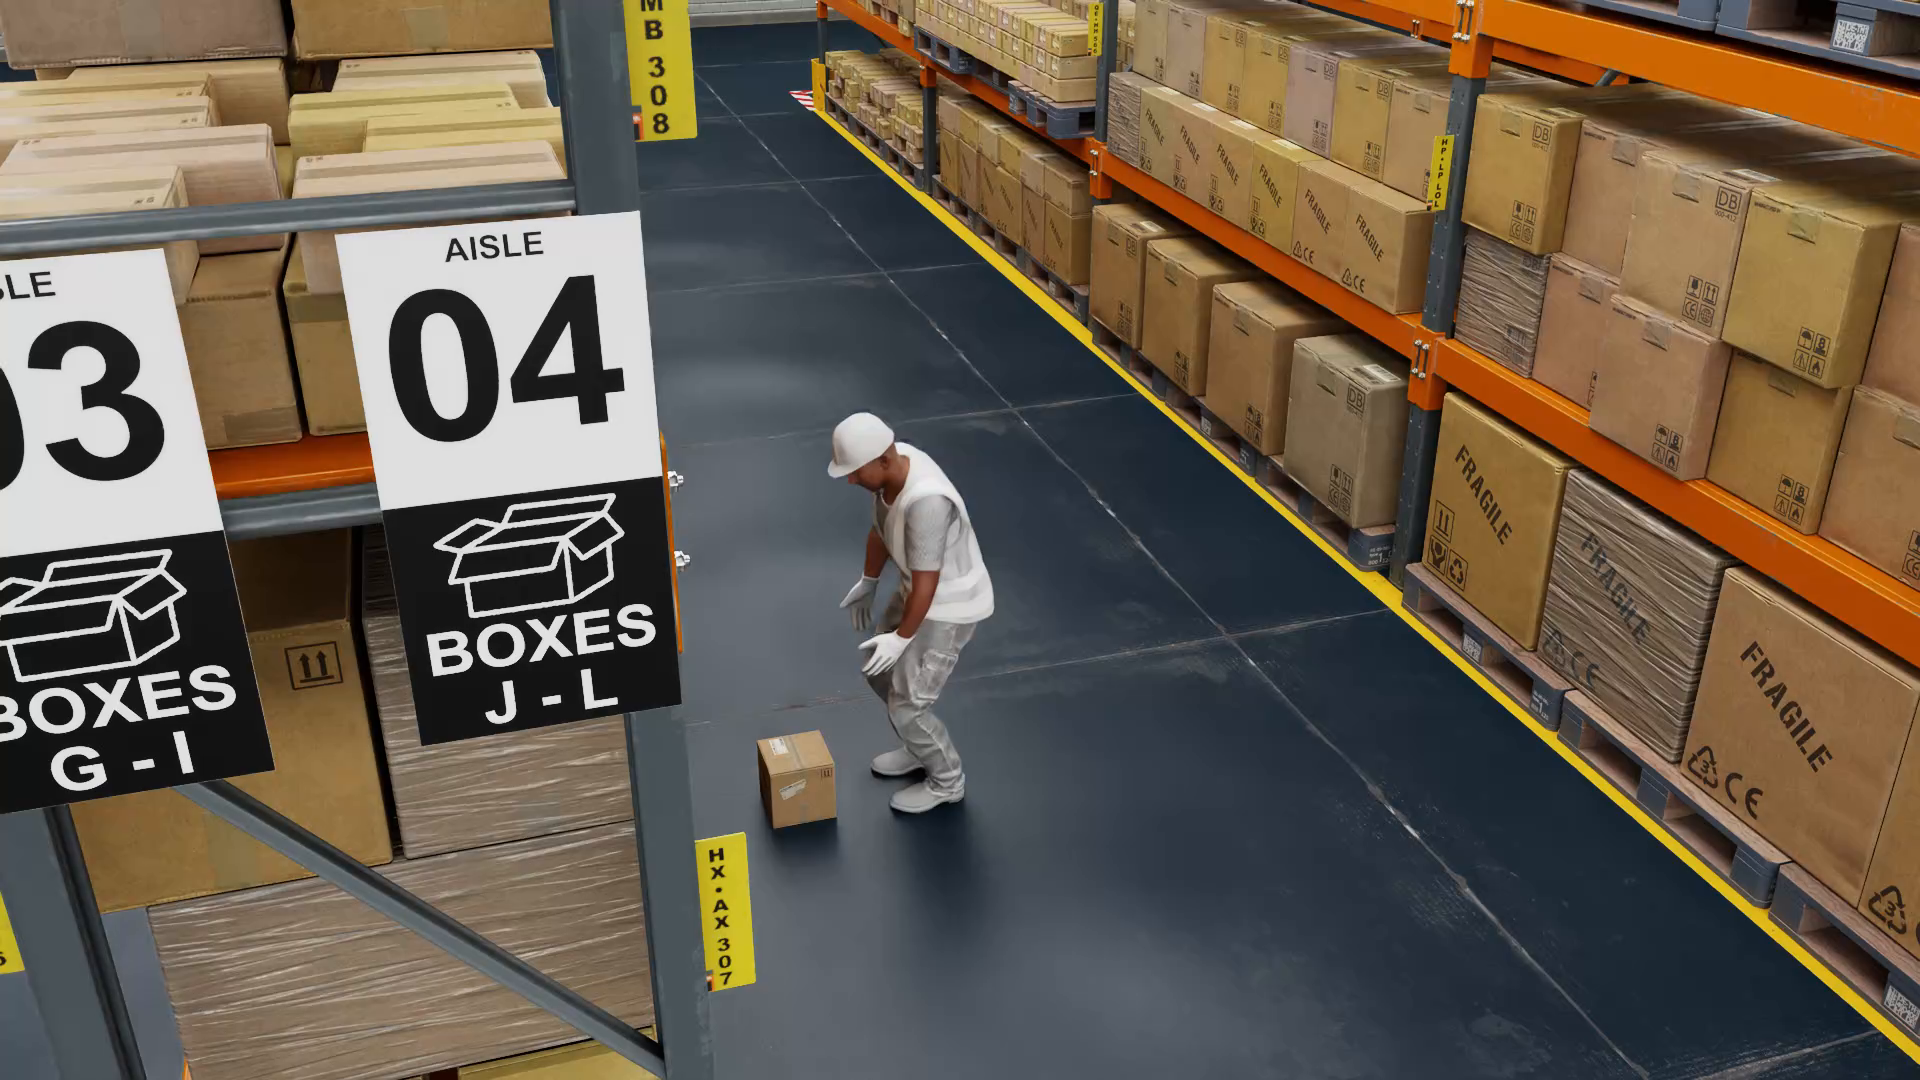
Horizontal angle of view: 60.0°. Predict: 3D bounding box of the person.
[{"bbox_3d":[-0.178,0.263,6.239,0.606,1.624,0.598,-8,27,-15],"label":"person"}]
